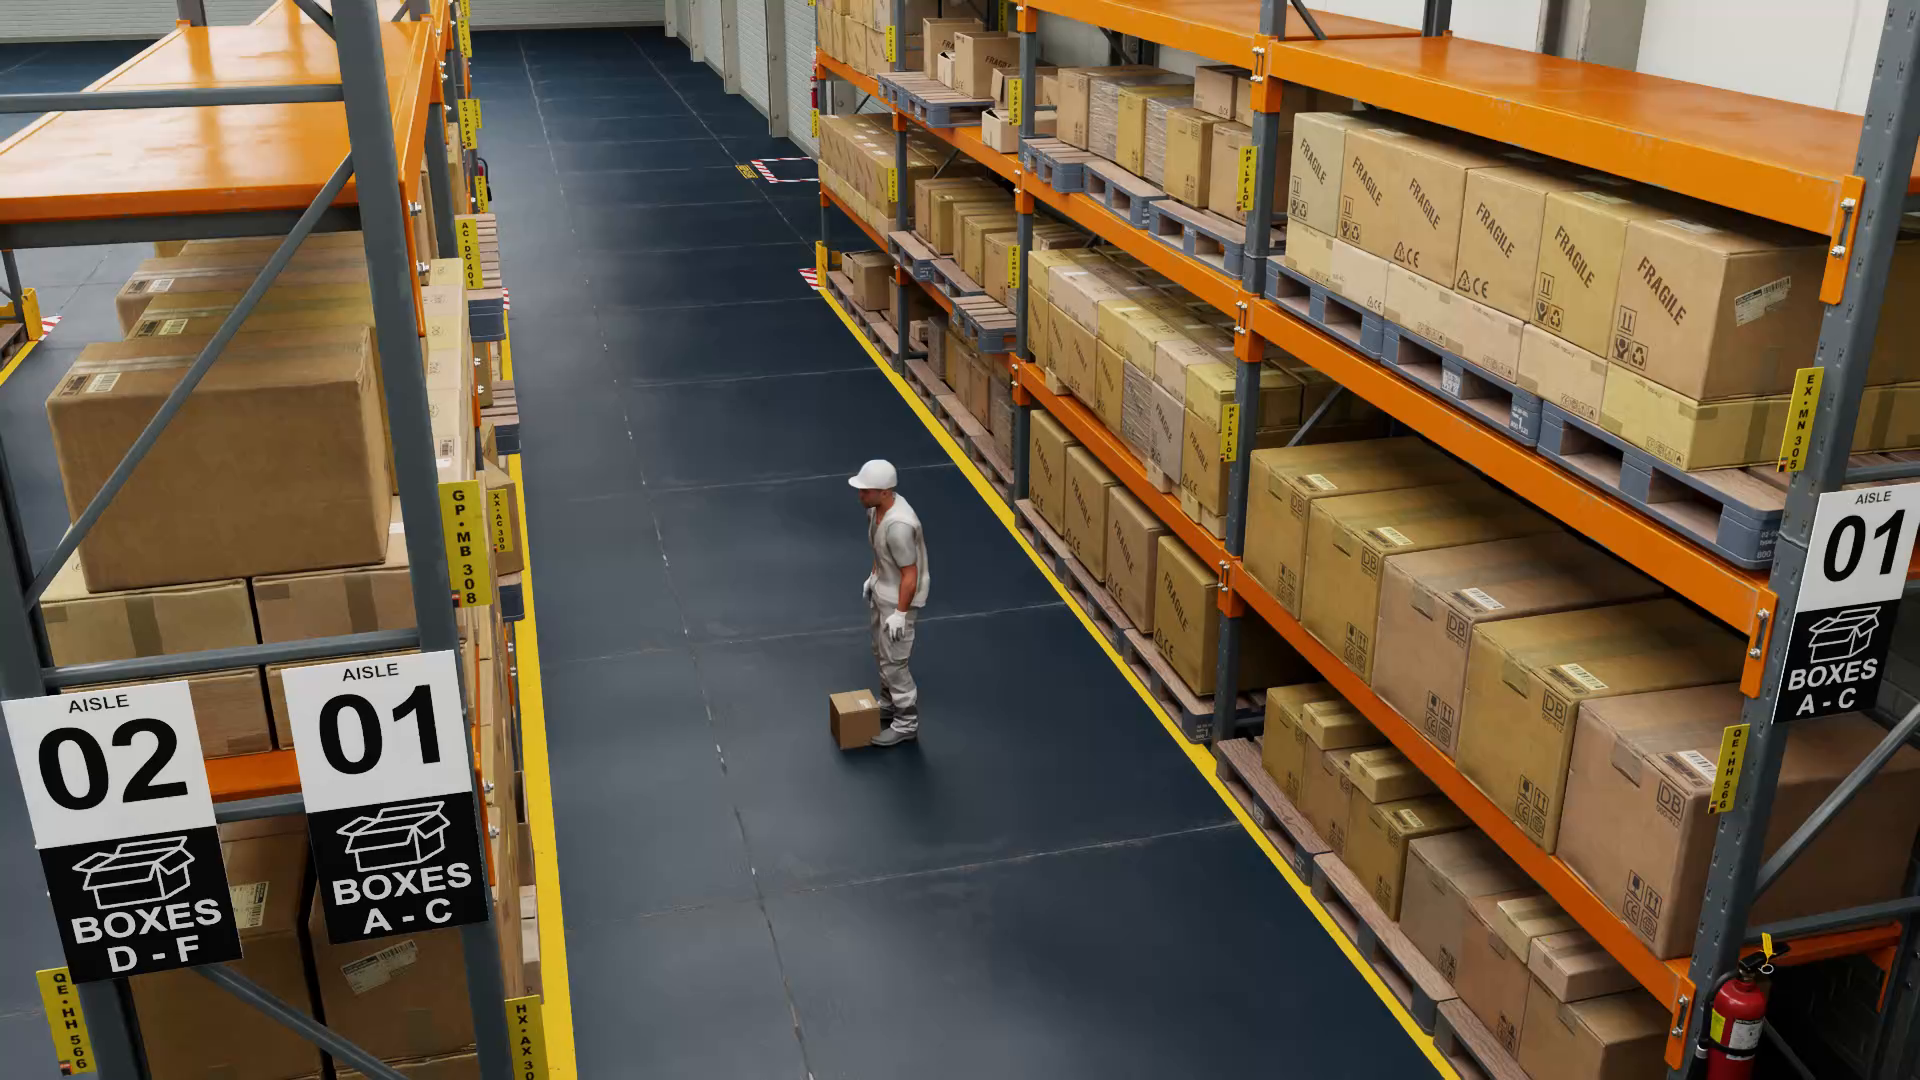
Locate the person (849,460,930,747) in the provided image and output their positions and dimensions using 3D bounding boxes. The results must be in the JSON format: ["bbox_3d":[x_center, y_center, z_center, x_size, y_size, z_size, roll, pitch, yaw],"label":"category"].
[{"bbox_3d":[-0.421,0.353,9.804,0.453,1.779,0.621,-7,24,-16],"label":"person"}]
